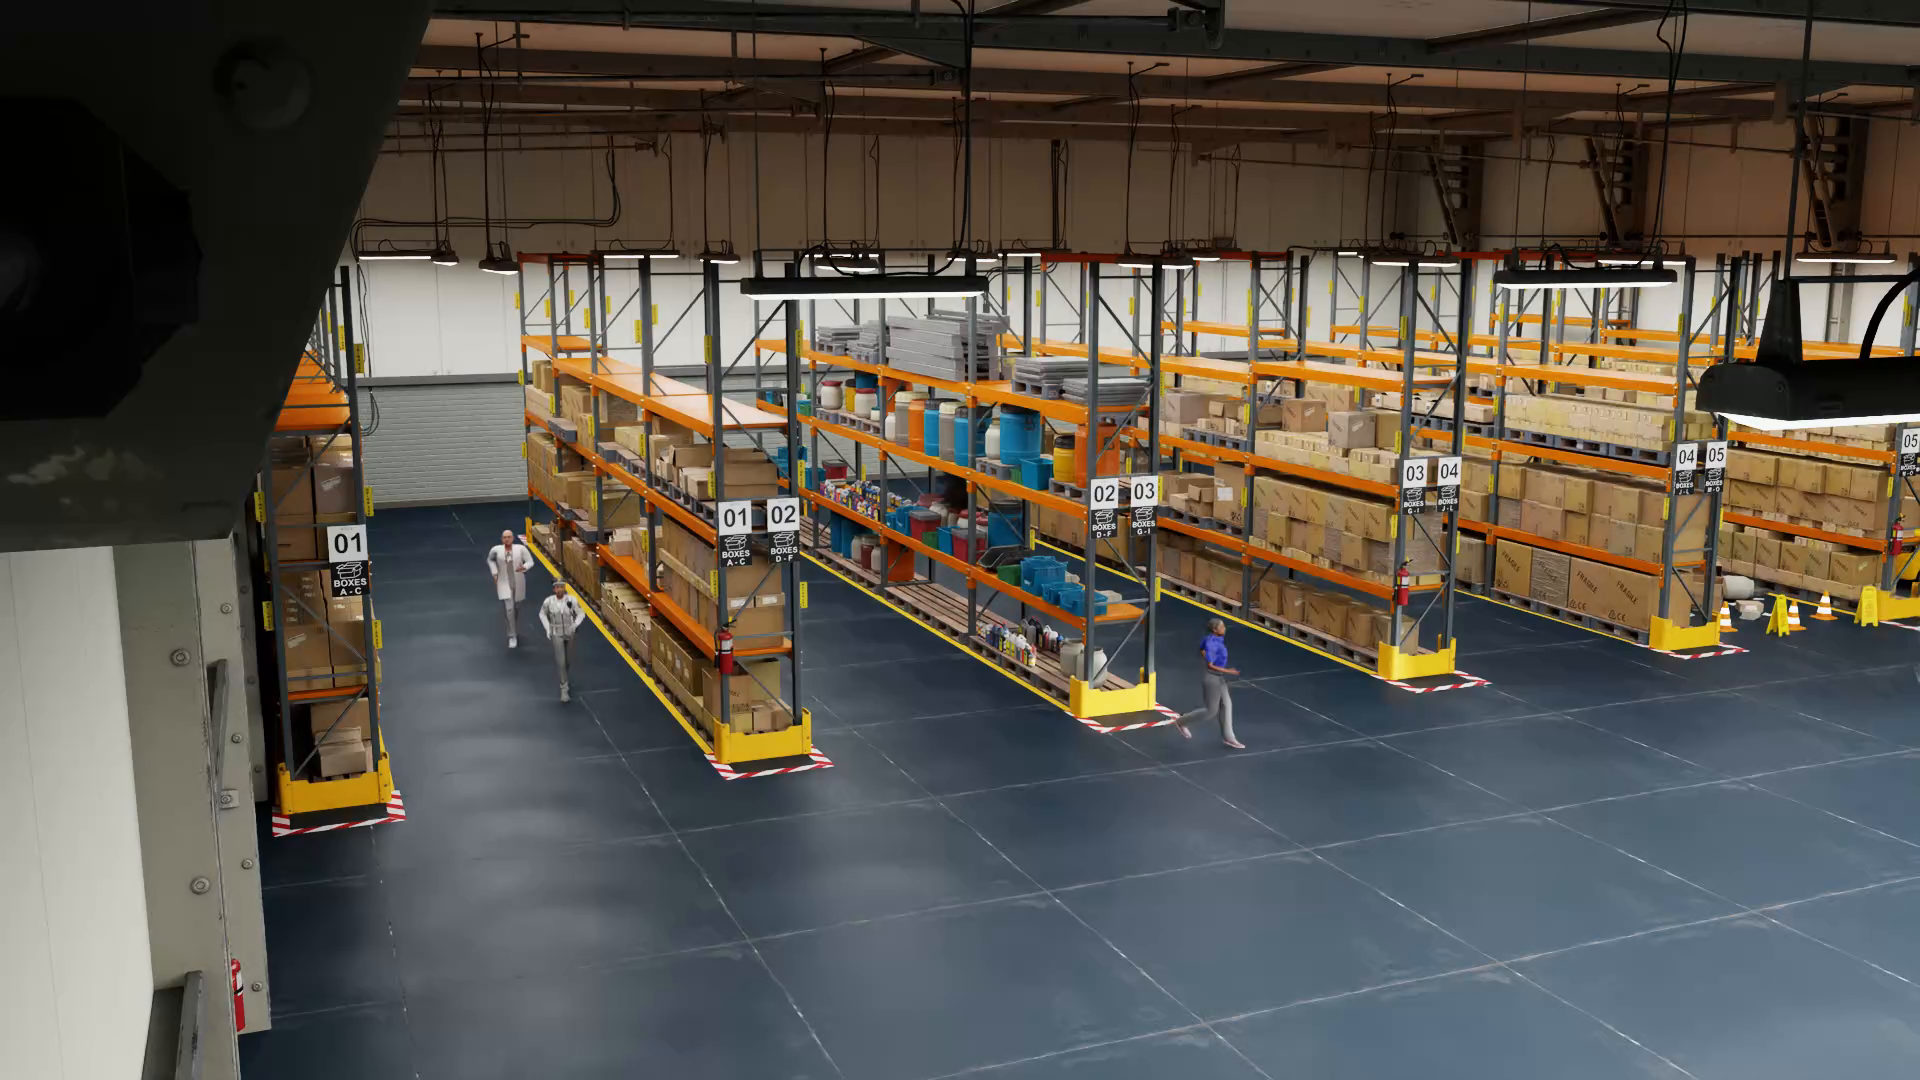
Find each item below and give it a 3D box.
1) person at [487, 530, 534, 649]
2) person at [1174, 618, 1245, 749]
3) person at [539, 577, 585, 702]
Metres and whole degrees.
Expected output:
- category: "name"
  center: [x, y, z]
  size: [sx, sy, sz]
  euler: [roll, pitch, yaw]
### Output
- category: "person"
  center: [-7.038, 0.723, 26.136]
  size: [0.686, 1.804, 0.987]
  euler: [-4, 11, -20]
- category: "person"
  center: [3.132, 1.785, 20.748]
  size: [0.891, 1.670, 0.576]
  euler: [2, 11, 13]
- category: "person"
  center: [-5.490, 1.314, 23.024]
  size: [0.610, 1.694, 0.840]
  euler: [-4, 11, -19]
